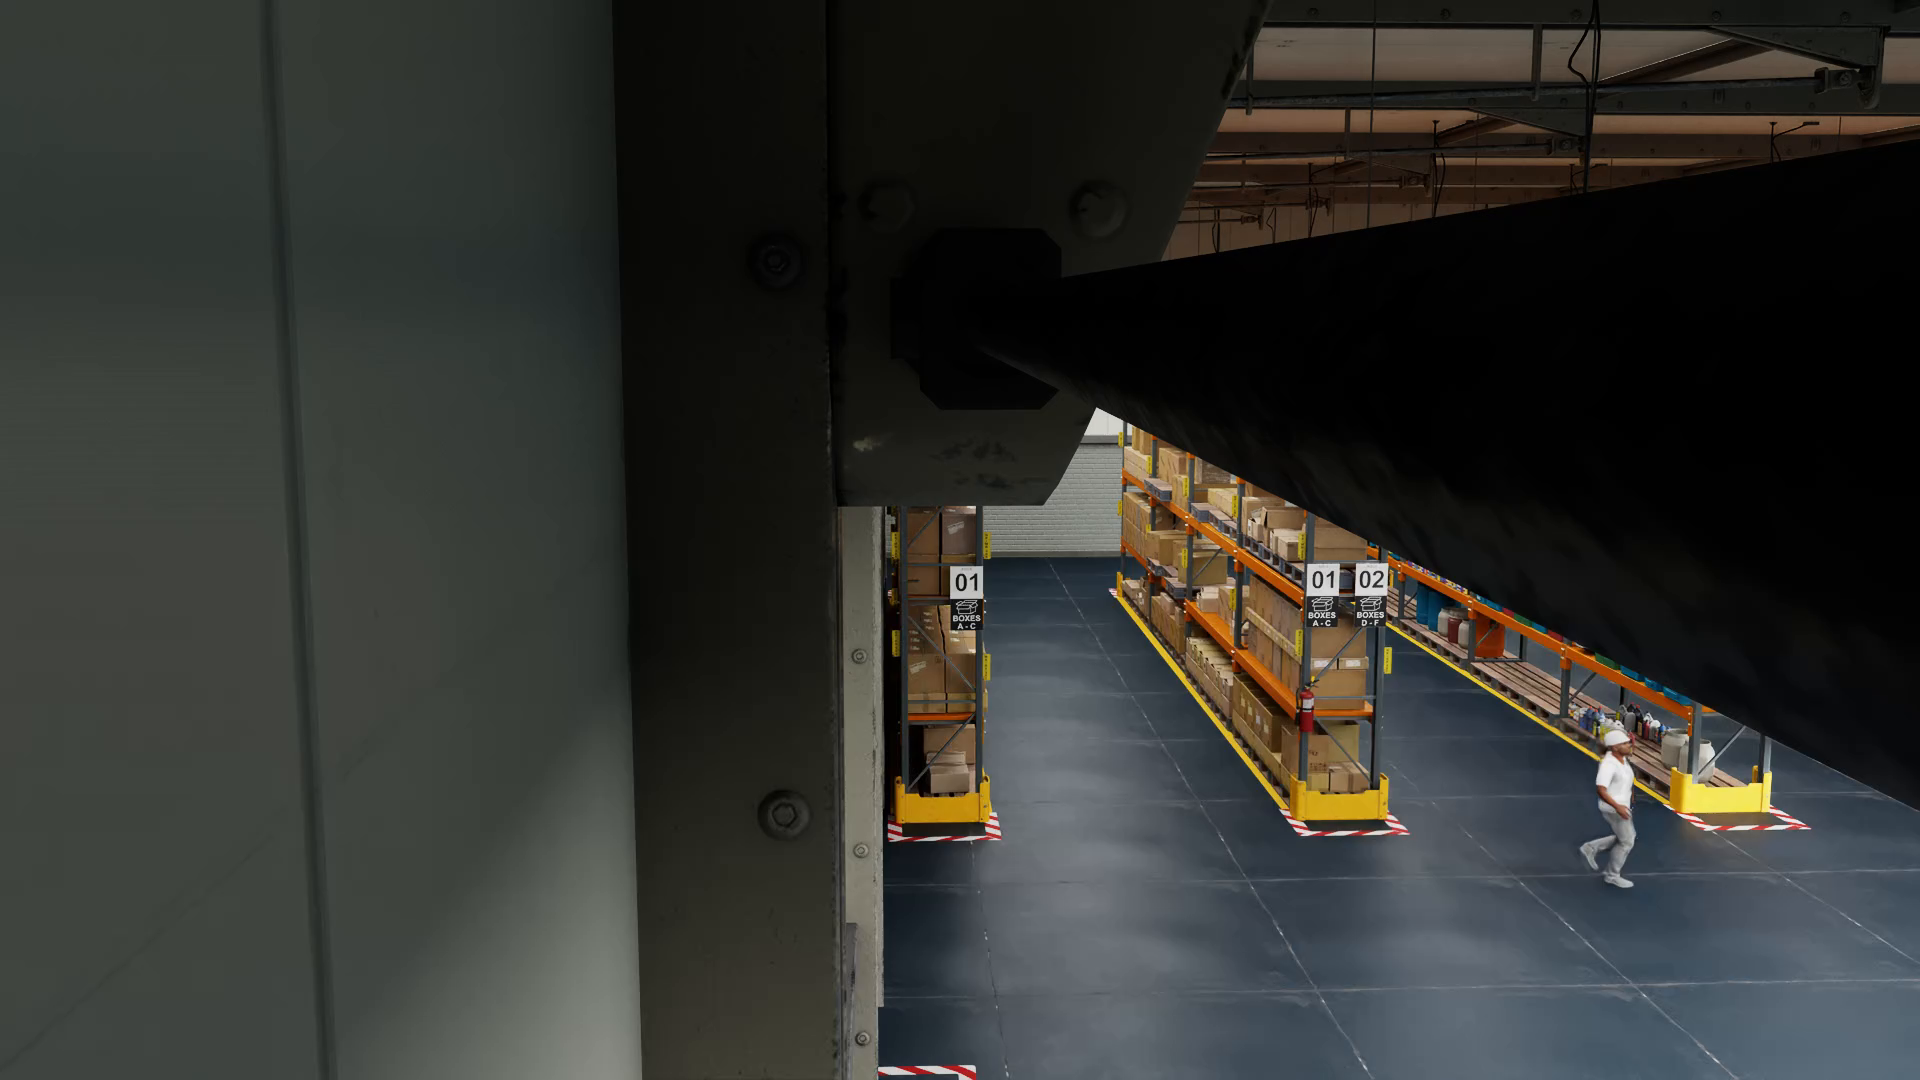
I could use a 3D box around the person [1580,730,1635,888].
[{"bbox_3d":[7.143,2.929,18.270,0.574,1.735,0.693,4,9,28],"label":"person"}]
